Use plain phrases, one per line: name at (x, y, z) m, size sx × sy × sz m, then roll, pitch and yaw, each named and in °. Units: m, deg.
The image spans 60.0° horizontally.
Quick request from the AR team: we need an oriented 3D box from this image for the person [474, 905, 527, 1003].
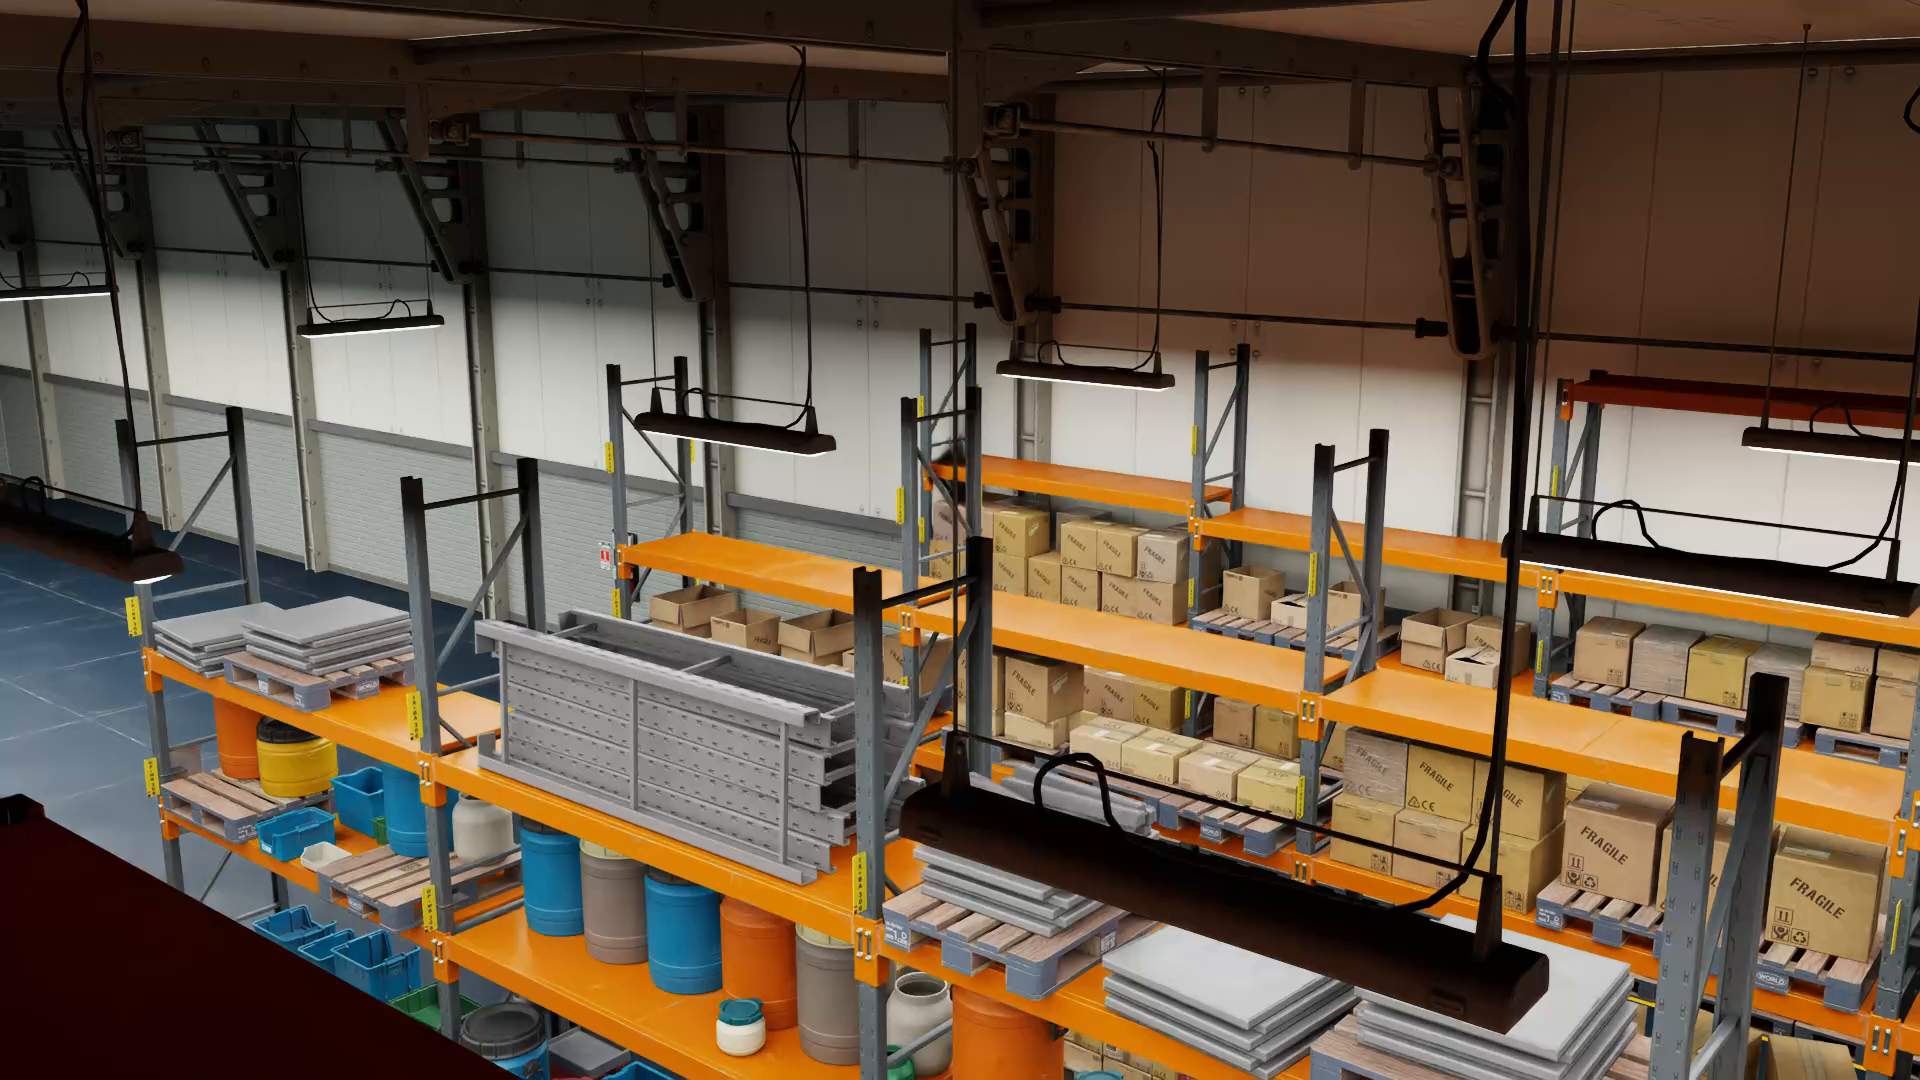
person at (-4.154, 3.837, 15.850) m, size 1.228 × 1.567 × 0.698 m, roll 8°, pitch 15°, yaw 33°
